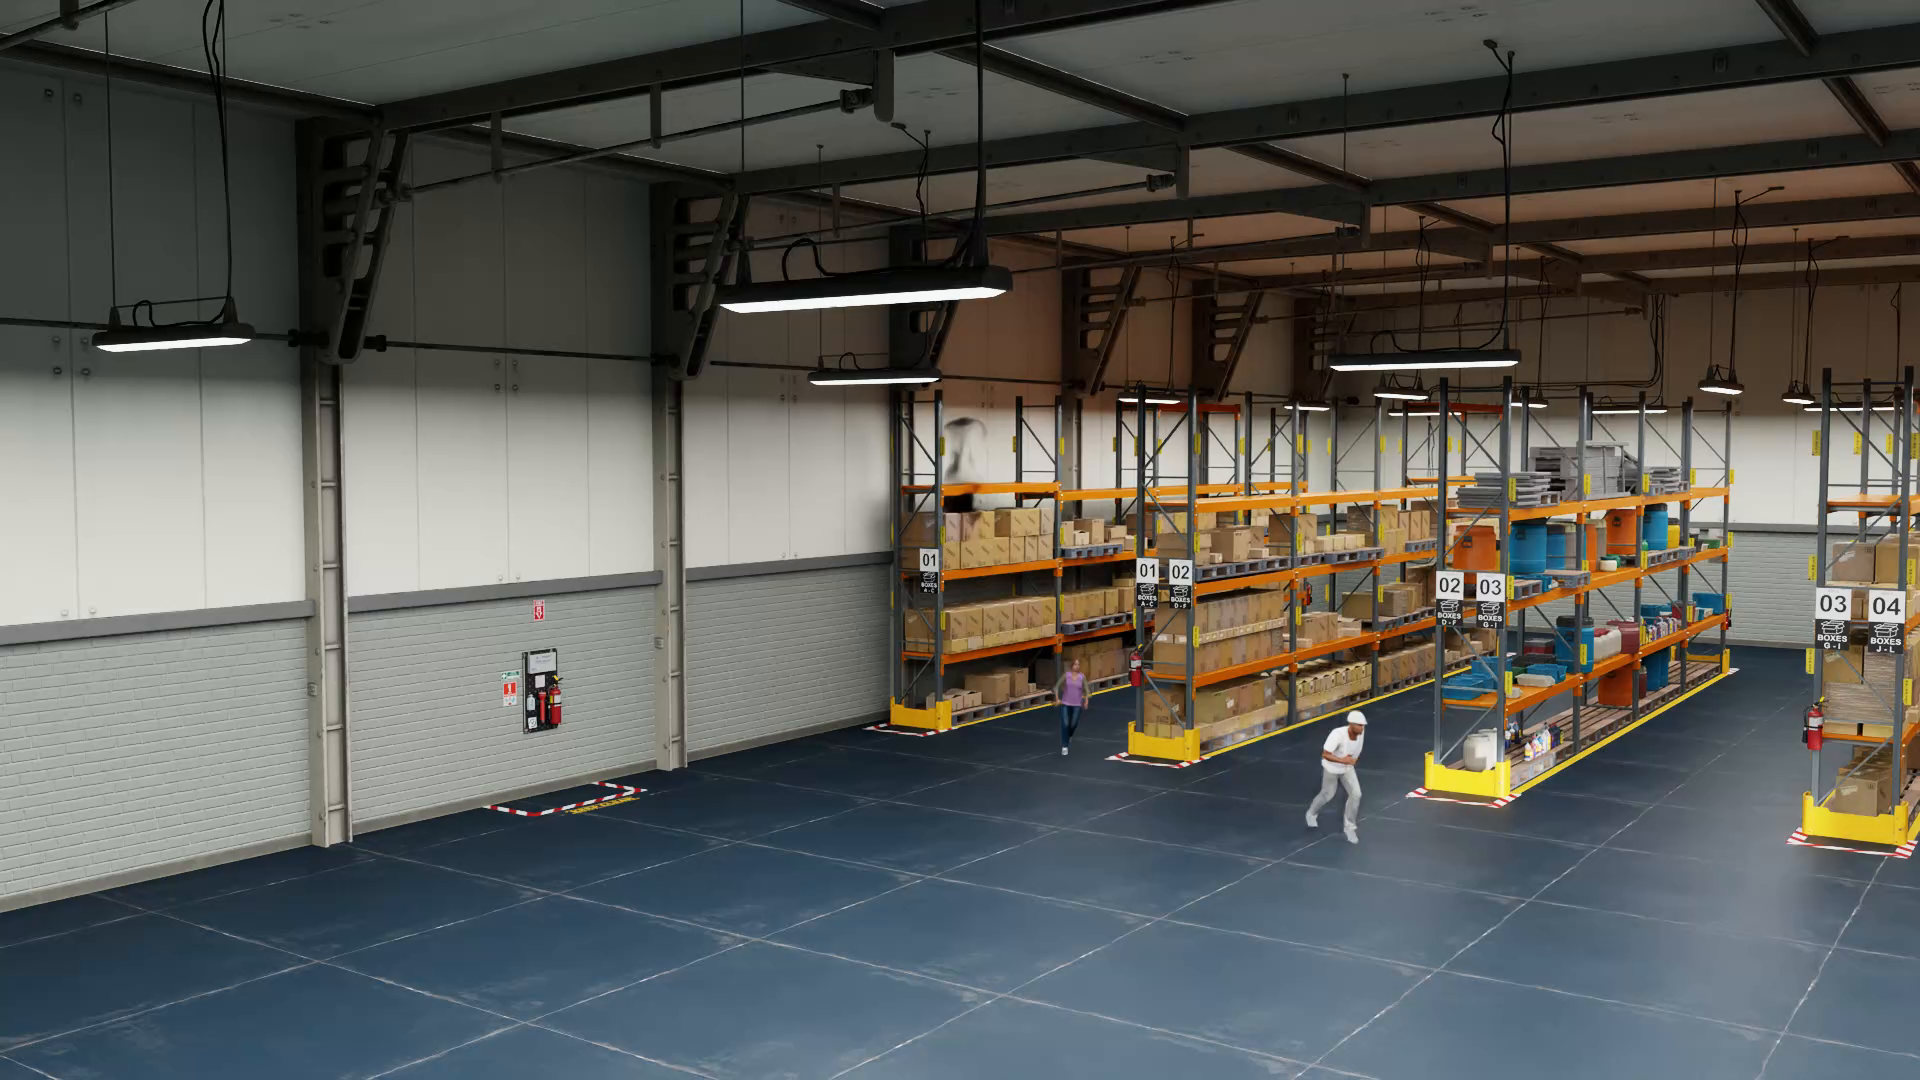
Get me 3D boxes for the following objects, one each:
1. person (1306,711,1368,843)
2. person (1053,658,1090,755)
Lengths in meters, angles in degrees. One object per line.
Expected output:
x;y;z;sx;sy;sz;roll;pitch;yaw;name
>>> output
4.833;2.995;21.304;0.746;1.717;1.033;-2;4;-31;person
1.825;2.714;27.171;0.600;1.550;0.481;0;3;3;person
